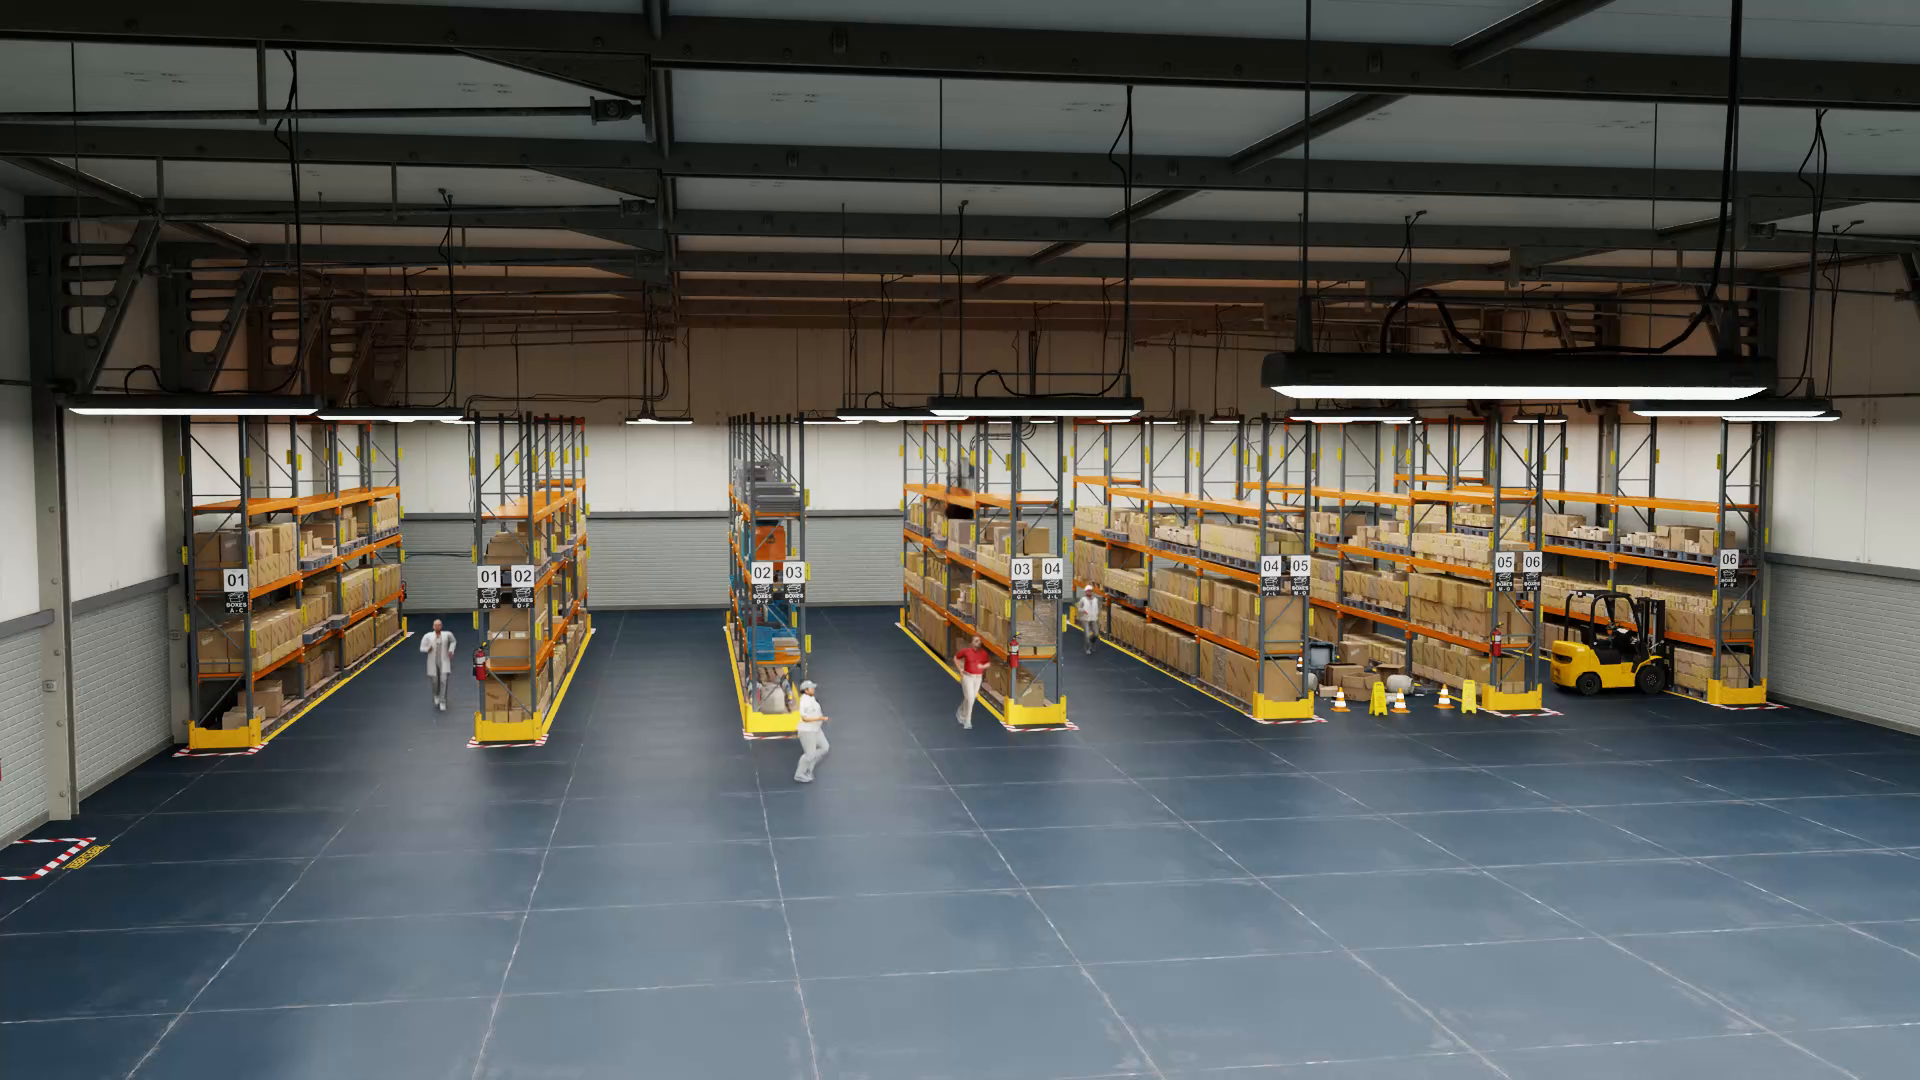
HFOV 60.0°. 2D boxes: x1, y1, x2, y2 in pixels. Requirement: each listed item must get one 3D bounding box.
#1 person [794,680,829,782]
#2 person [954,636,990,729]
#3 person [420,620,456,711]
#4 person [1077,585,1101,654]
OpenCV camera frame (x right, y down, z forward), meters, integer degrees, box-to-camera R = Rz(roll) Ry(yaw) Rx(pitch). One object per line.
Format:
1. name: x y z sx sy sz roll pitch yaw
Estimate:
1. person: -2.373 3.083 26.771 0.596 1.652 0.568 1 4 12
2. person: 0.237 2.722 31.939 0.648 1.786 0.765 -2 4 -30
3. person: -10.583 2.508 33.729 0.698 1.784 1.034 -1 4 -17
4. person: 3.281 2.008 41.738 0.648 1.727 0.578 -1 4 -10
